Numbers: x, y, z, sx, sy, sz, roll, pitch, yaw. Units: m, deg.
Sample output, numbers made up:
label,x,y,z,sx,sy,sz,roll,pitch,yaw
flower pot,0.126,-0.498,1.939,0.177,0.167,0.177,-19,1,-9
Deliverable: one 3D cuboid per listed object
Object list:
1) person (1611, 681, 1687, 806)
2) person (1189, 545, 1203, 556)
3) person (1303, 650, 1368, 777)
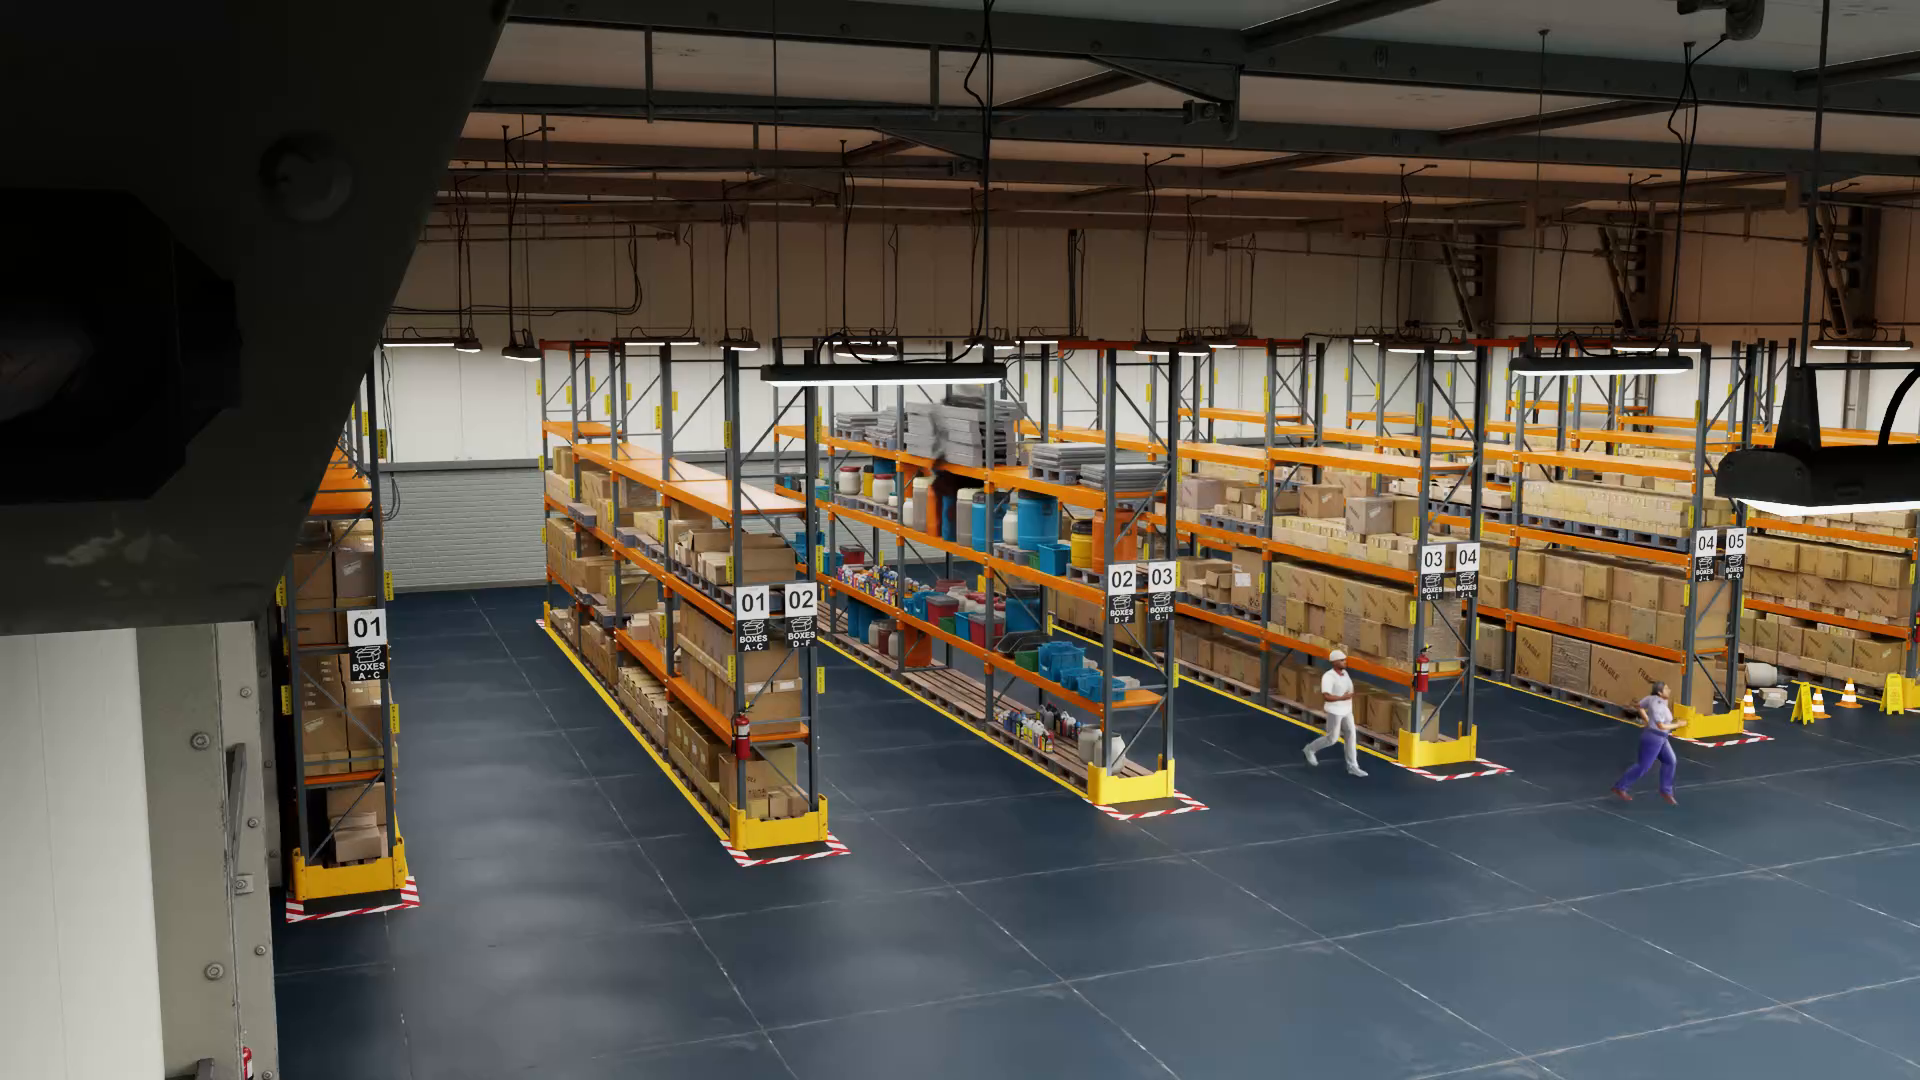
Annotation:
label,x,y,z,sx,sy,sz,roll,pitch,yaw
person,9.096,2.682,21.939,0.882,1.696,0.609,3,8,21
person,6.000,0.050,42.007,0.534,1.658,0.629,-2,8,-16
person,5.309,2.410,23.389,0.961,1.744,0.712,7,10,44
